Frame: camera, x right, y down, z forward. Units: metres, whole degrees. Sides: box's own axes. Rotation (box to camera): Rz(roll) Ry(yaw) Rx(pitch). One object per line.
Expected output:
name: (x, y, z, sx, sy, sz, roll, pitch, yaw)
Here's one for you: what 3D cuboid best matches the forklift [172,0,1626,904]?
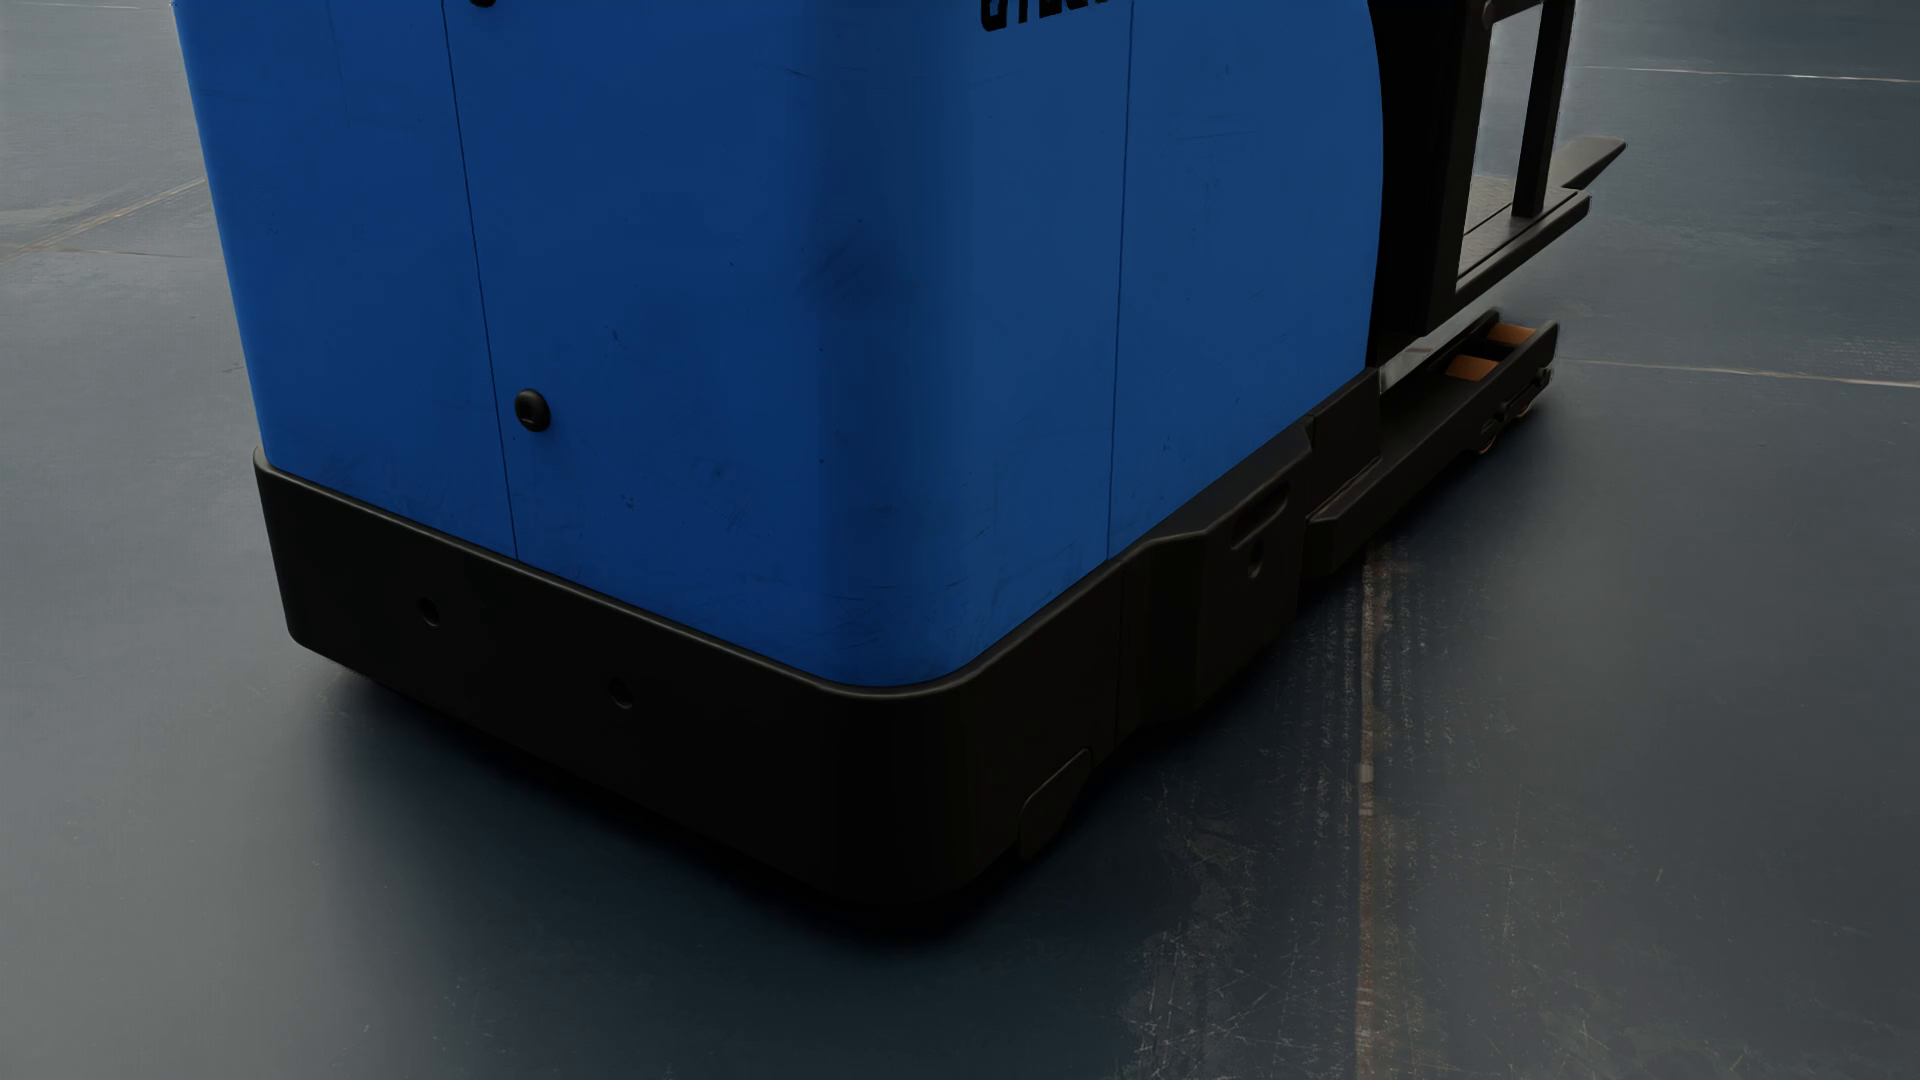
forklift: (0.392, -1.562, 2.342, 1.130, 2.935, 3.031, 17, 32, 31)
